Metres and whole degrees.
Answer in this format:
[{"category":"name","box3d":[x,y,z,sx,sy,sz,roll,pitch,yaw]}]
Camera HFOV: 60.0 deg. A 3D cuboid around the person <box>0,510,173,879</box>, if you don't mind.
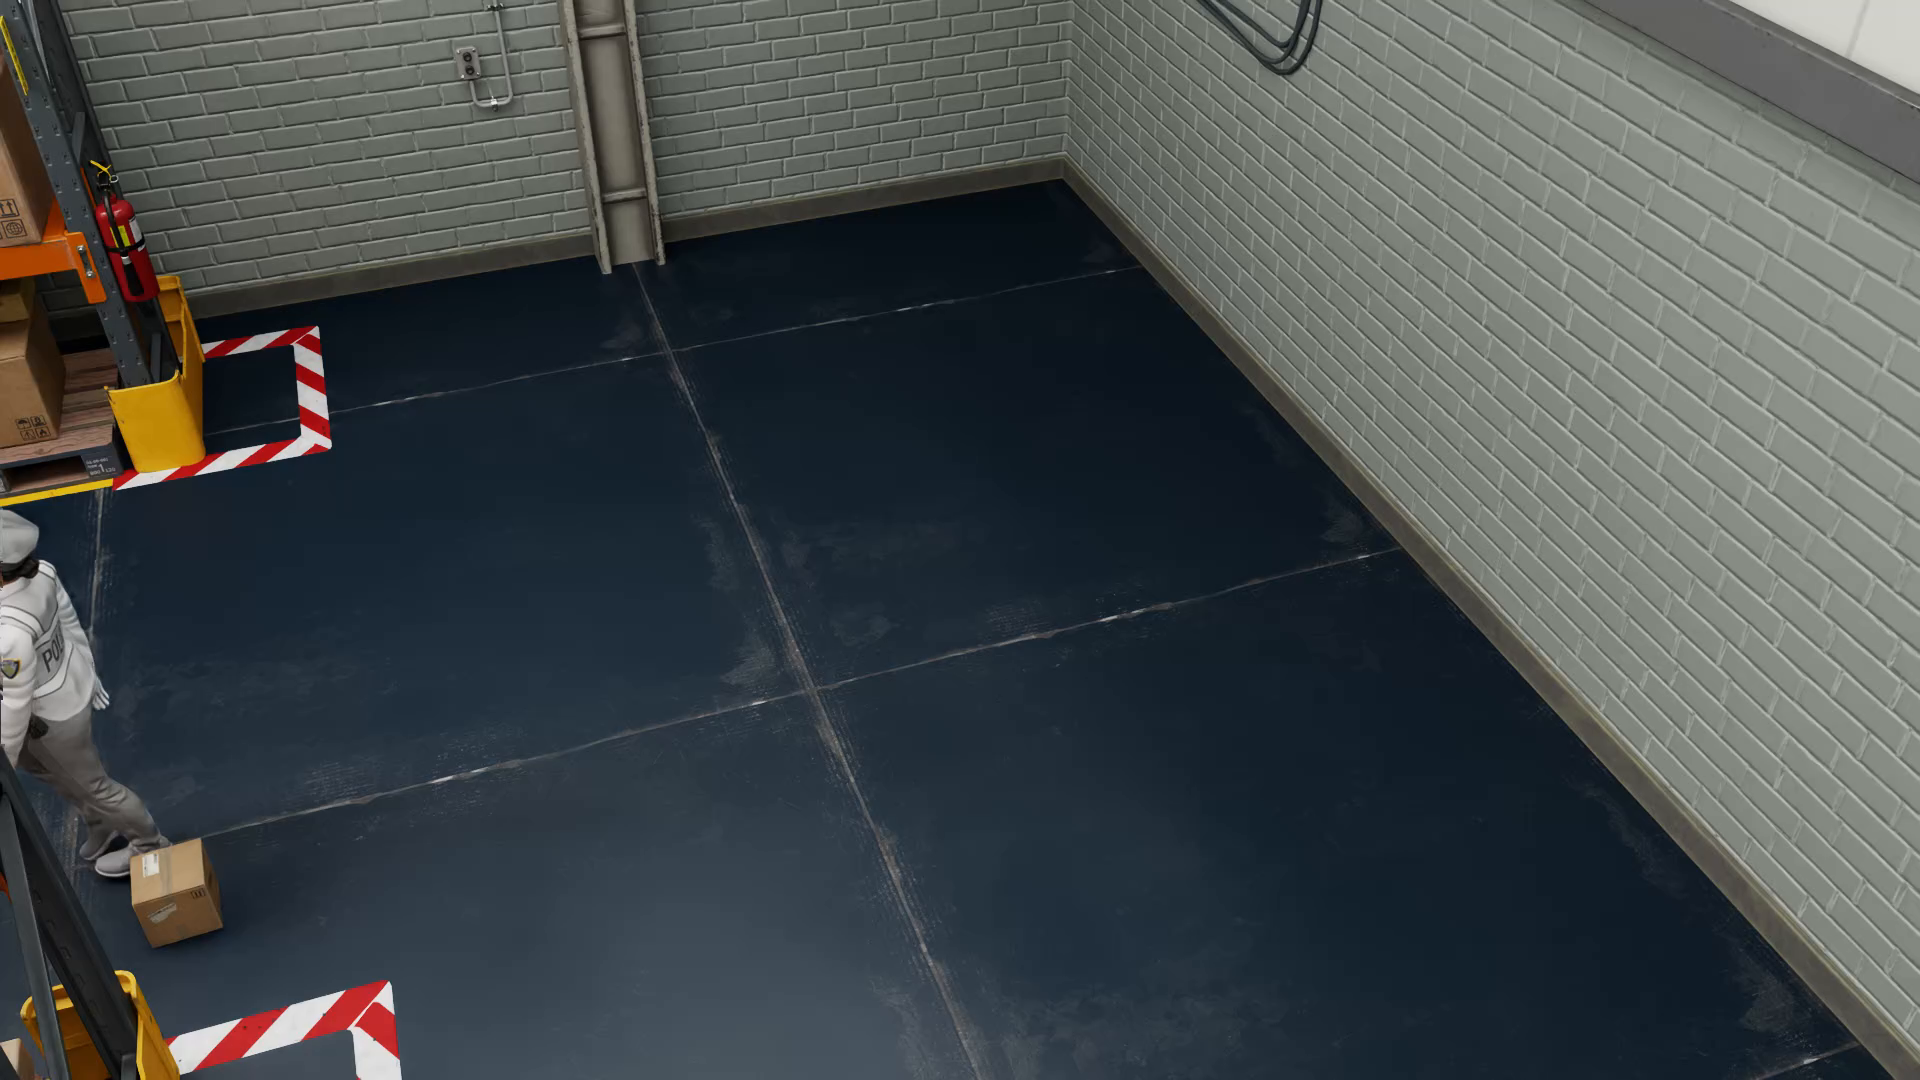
[{"category":"person","box3d":[-3.287,0.623,5.962,0.456,1.734,0.482,-10,39,-12]}]
